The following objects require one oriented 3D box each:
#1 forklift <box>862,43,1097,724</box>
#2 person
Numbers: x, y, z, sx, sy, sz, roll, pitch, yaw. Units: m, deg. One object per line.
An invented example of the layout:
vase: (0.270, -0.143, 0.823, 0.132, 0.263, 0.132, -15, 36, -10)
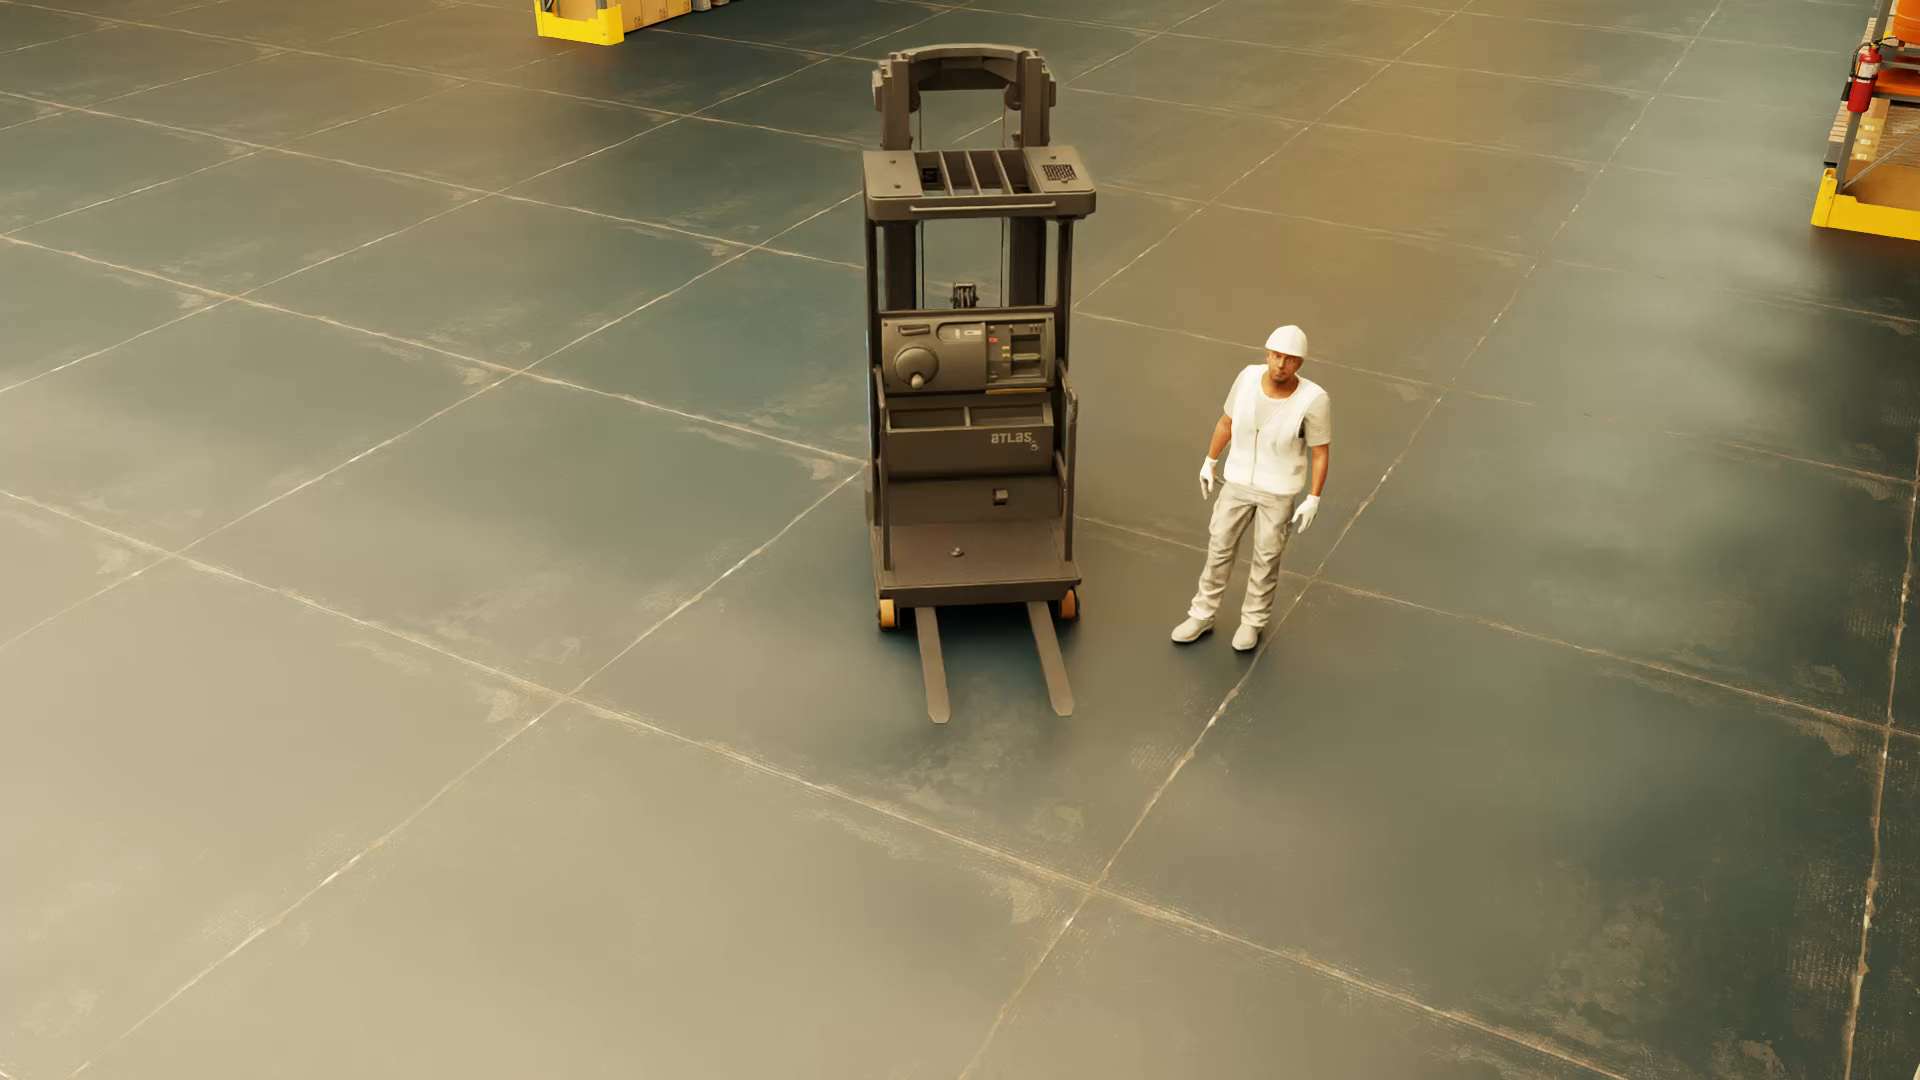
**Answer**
forklift: (0.070, -0.960, 8.734, 1.130, 2.935, 3.031, -3, 30, -5)
person: (1.537, -0.250, 8.641, 0.658, 1.785, 0.569, 18, 35, 28)
